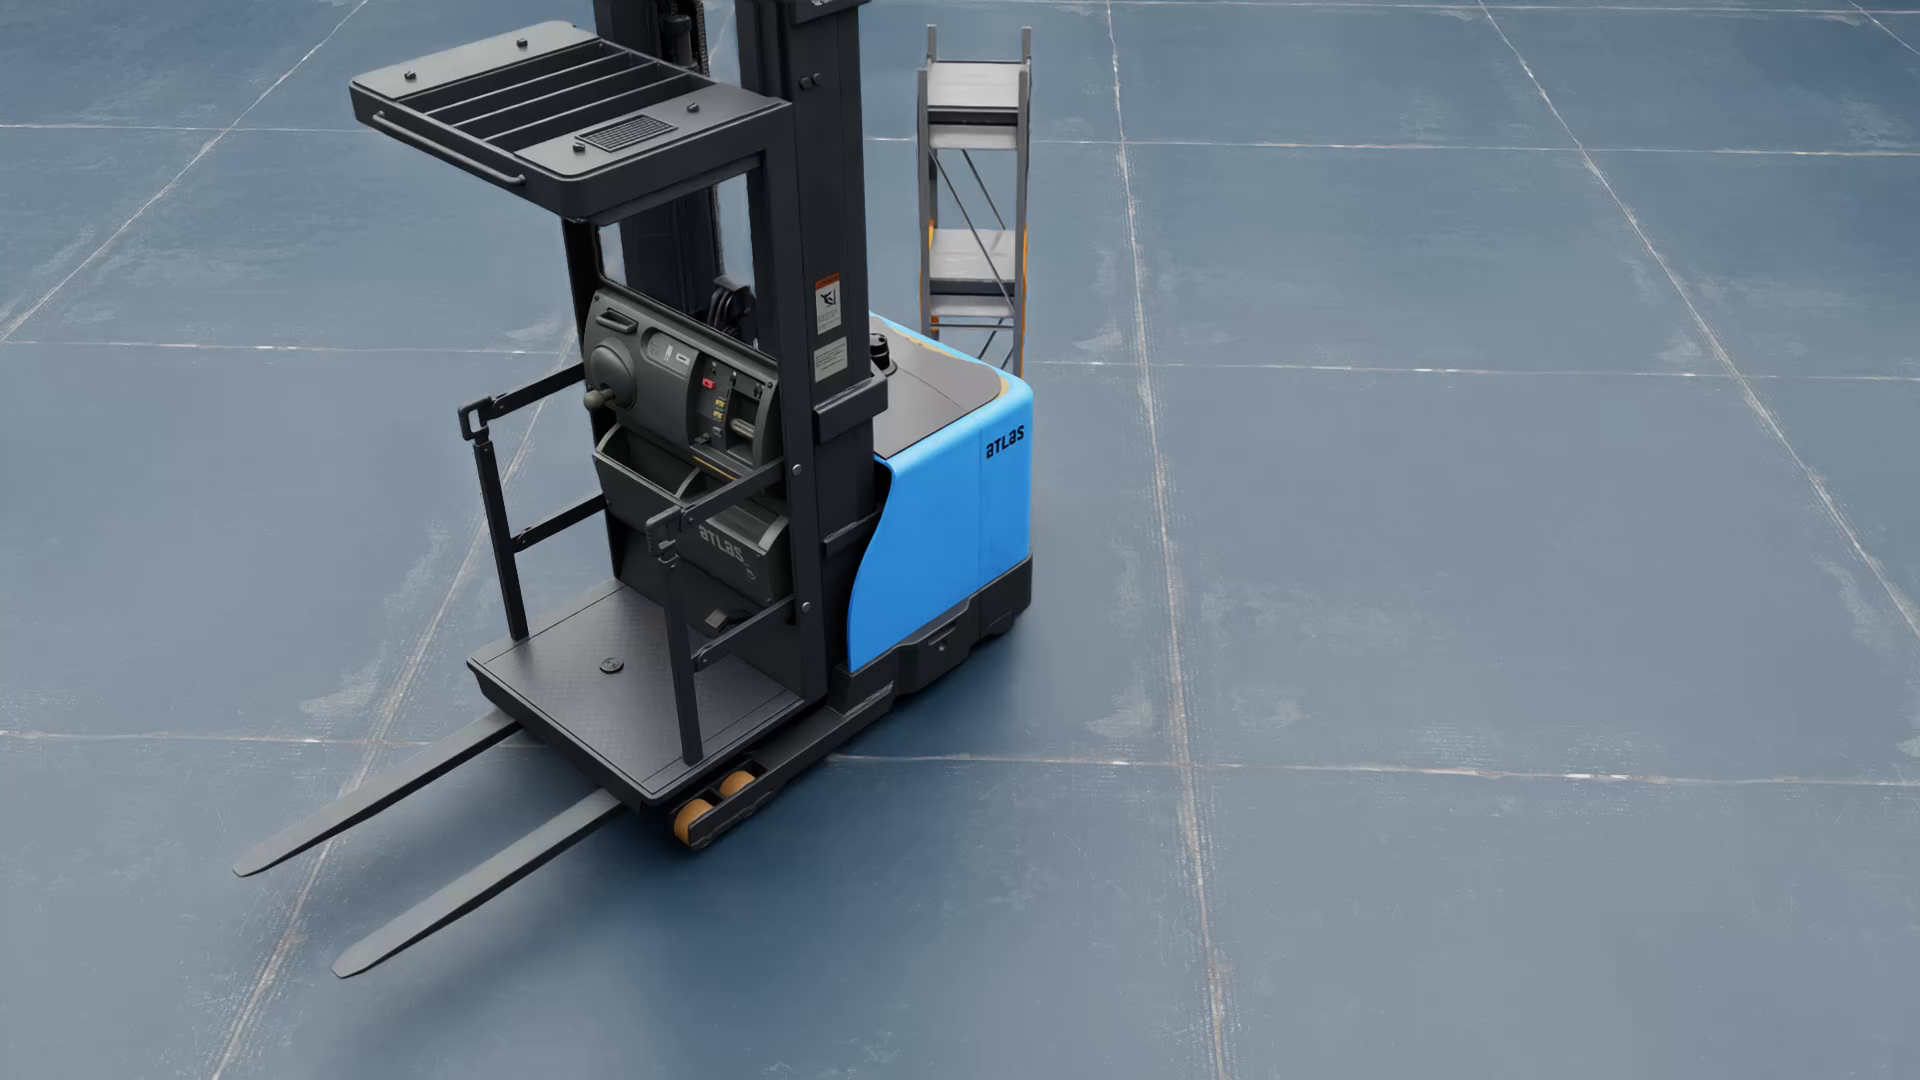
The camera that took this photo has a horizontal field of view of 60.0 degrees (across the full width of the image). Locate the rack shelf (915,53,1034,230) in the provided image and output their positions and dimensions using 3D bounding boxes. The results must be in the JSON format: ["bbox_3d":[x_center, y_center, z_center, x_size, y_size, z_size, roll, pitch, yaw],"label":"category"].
[{"bbox_3d":[0.061,-1.545,6.429,0.431,0.518,0.480,2,35,3],"label":"rack shelf"}]

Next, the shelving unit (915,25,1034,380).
[{"bbox_3d":[0.061,-0.984,6.824,0.431,2.100,0.503,2,35,3],"label":"shelving unit"}]

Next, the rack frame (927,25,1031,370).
[{"bbox_3d":[0.074,-1.124,7.023,0.400,2.100,0.015,2,35,3],"label":"rack frame"}]

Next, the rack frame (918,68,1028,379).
[{"bbox_3d":[0.047,-0.844,6.624,0.400,2.100,0.015,2,35,3],"label":"rack frame"}]

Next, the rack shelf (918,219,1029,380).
[{"bbox_3d":[0.061,-0.973,6.831,0.431,0.518,0.480,2,35,3],"label":"rack shelf"}]

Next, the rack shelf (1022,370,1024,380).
[{"bbox_3d":[0.061,-0.400,7.234,0.431,0.518,0.480,2,35,3],"label":"rack shelf"}]

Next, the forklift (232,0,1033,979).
[{"bbox_3d":[-1.077,-0.470,5.369,1.130,2.935,3.031,28,44,34],"label":"forklift"}]
